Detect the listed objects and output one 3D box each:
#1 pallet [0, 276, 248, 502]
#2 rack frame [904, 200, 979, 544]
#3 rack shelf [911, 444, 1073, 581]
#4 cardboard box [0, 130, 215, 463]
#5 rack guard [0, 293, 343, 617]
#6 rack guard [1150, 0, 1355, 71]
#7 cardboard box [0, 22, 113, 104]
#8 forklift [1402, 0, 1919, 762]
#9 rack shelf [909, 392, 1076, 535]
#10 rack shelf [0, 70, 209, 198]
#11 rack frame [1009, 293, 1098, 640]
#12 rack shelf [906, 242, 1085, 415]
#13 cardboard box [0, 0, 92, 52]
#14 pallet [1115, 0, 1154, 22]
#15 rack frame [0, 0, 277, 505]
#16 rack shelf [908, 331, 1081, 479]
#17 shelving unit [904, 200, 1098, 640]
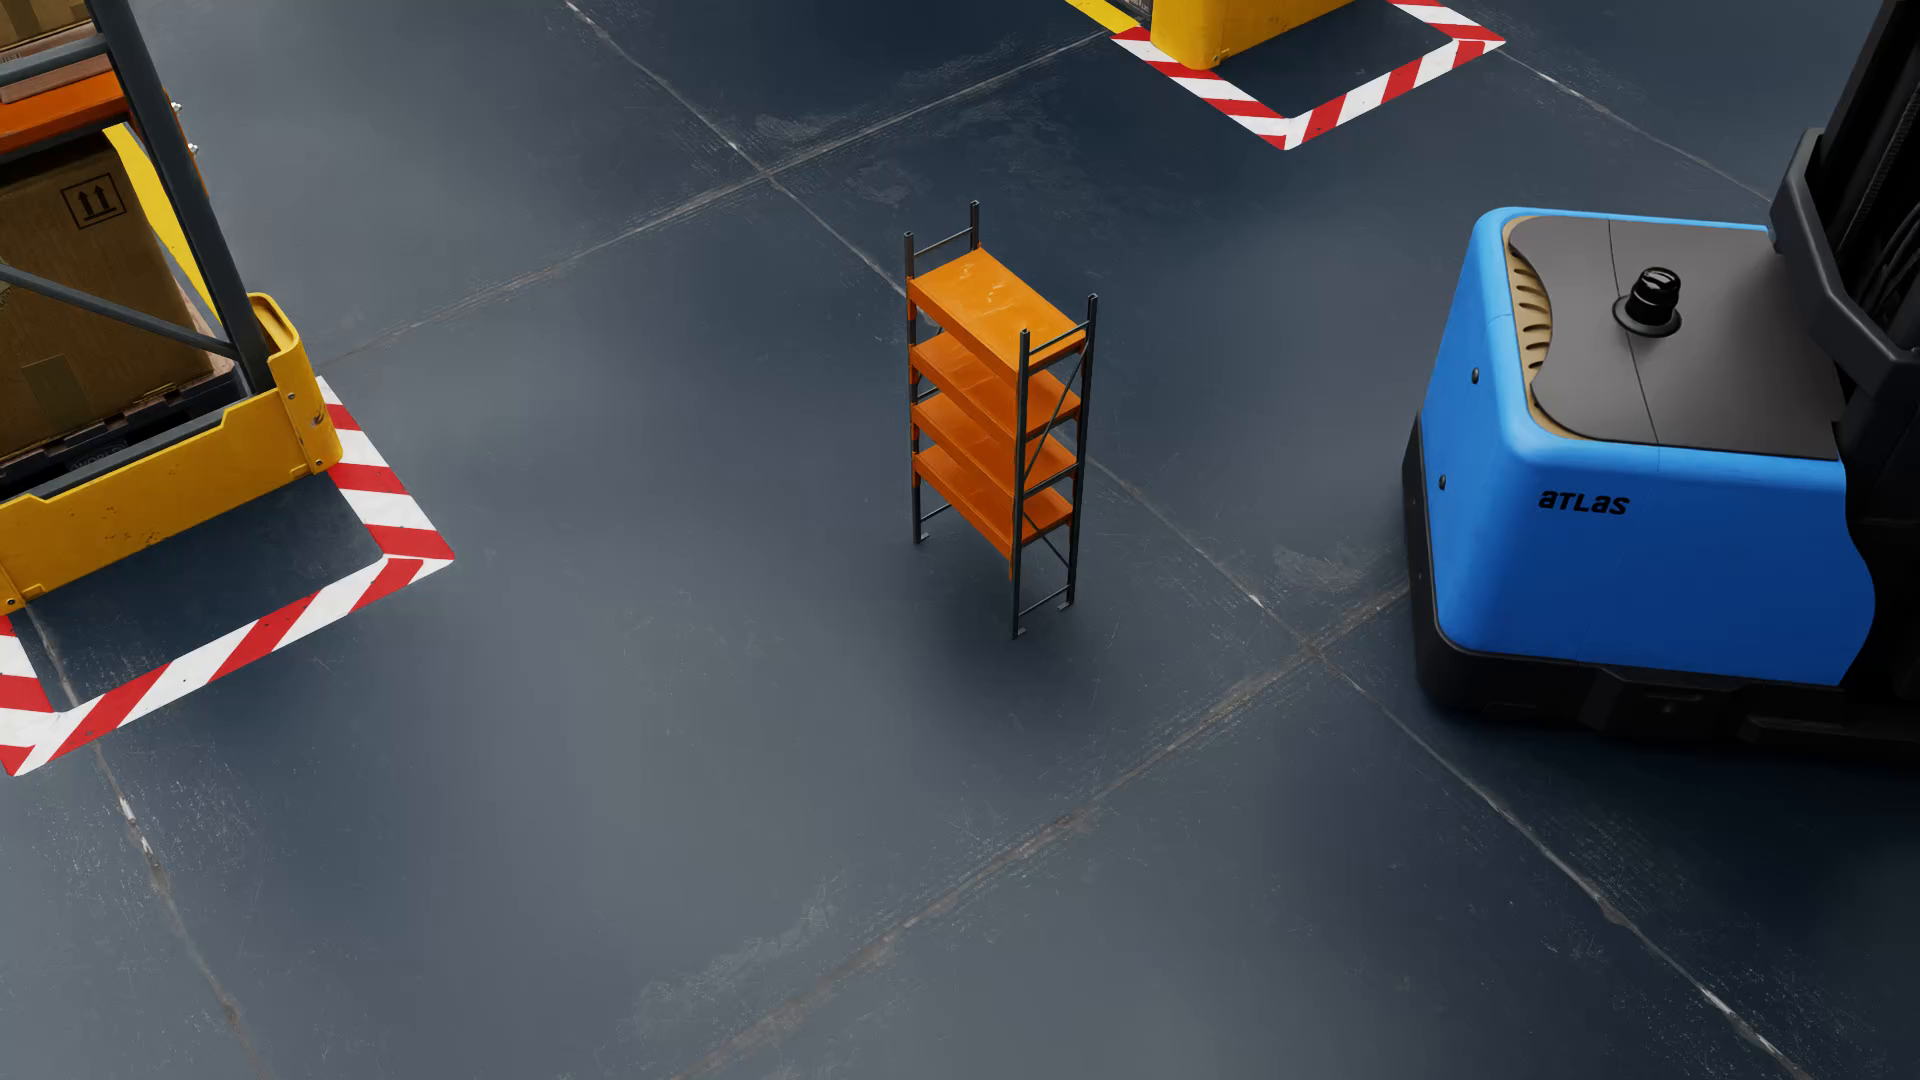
[{"bbox_3d":[-3.146,-0.629,5.677,1.003,0.211,1.213,-29,54,-24],"label":"pallet"},{"bbox_3d":[-0.048,-0.449,4.847,0.240,1.200,0.015,-29,54,-24],"label":"rack frame"},{"bbox_3d":[0.100,-0.127,4.914,0.258,0.148,0.480,-29,54,-24],"label":"rack shelf"},{"bbox_3d":[-3.051,-0.898,5.190,0.875,0.875,0.875,-29,54,-24],"label":"cardboard box"},{"bbox_3d":[-2.585,-0.275,5.162,1.175,0.500,0.348,-29,54,-24],"label":"rack guard"},{"bbox_3d":[1.367,-2.503,7.181,1.175,0.500,0.348,-29,54,-24],"label":"rack guard"},{"bbox_3d":[-2.552,-1.402,4.666,0.380,0.149,0.250,-29,54,-24],"label":"cardboard box"},{"bbox_3d":[2.874,-0.715,3.920,3.031,2.935,1.130,5,48,5],"label":"forklift"},{"bbox_3d":[0.100,-0.260,4.767,0.258,0.148,0.480,-29,54,-24],"label":"rack shelf"},{"bbox_3d":[-3.811,-2.067,5.584,1.077,0.370,4.000,-29,54,-24],"label":"rack shelf"},{"bbox_3d":[0.248,-0.162,4.587,0.240,1.200,0.015,-29,54,-24],"label":"rack frame"},{"bbox_3d":[0.100,-0.569,4.426,0.258,0.148,0.480,-29,54,-24],"label":"rack shelf"},{"bbox_3d":[-2.675,-1.583,4.560,0.500,0.250,0.500,-31,55,-25],"label":"cardboard box"},{"bbox_3d":[0.874,-2.918,7.753,1.003,0.211,1.213,-29,54,-24],"label":"pallet"},{"bbox_3d":[-2.600,-1.129,4.249,1.000,3.000,0.127,-29,54,-24],"label":"rack frame"},{"bbox_3d":[0.100,-0.410,4.601,0.258,0.148,0.480,-29,54,-24],"label":"rack shelf"},{"bbox_3d":[0.100,-0.305,4.717,0.258,1.200,0.503,-29,54,-24],"label":"shelving unit"}]
